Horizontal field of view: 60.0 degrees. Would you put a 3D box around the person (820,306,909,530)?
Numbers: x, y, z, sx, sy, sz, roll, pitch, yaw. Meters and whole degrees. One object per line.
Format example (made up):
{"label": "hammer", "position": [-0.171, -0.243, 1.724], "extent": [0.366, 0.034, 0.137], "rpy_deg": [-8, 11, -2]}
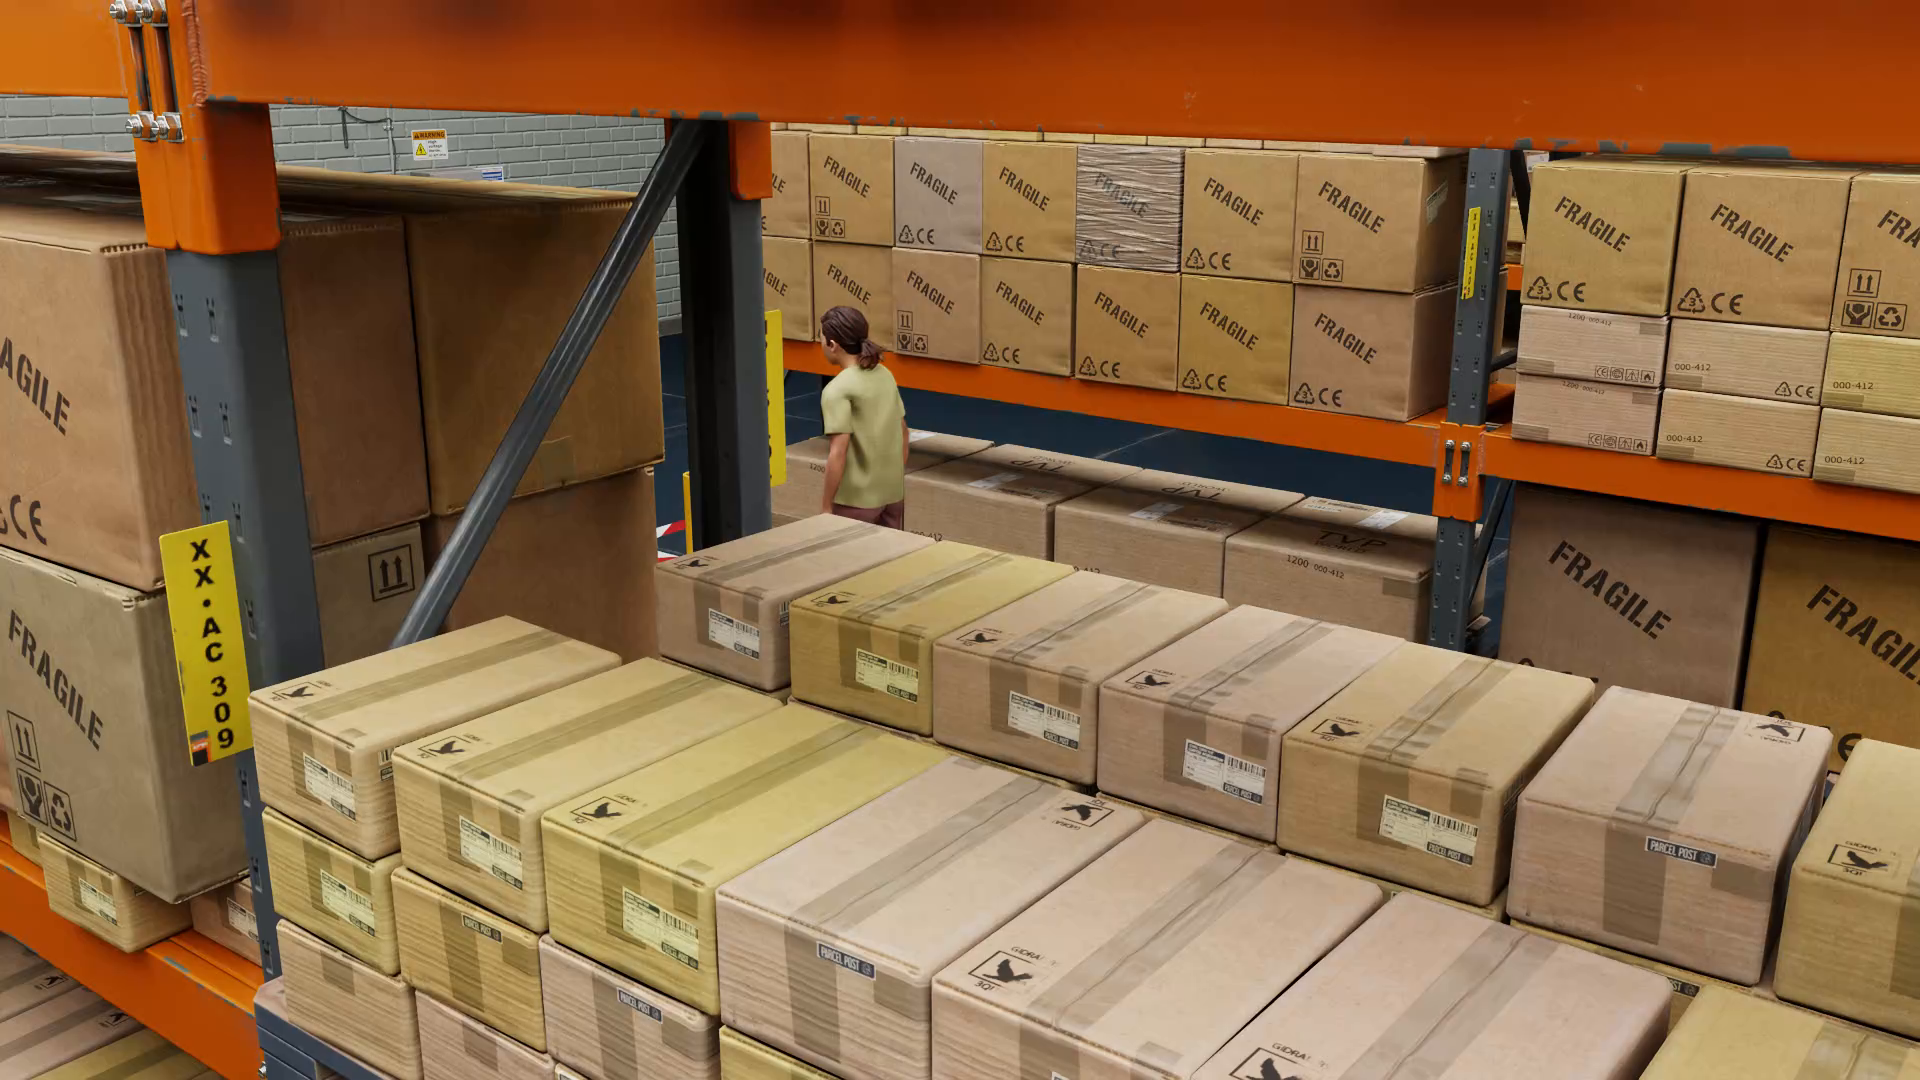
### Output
{"label": "person", "position": [-0.426, -0.164, 7.091], "extent": [0.352, 1.673, 0.502], "rpy_deg": [12, 21, 36]}
